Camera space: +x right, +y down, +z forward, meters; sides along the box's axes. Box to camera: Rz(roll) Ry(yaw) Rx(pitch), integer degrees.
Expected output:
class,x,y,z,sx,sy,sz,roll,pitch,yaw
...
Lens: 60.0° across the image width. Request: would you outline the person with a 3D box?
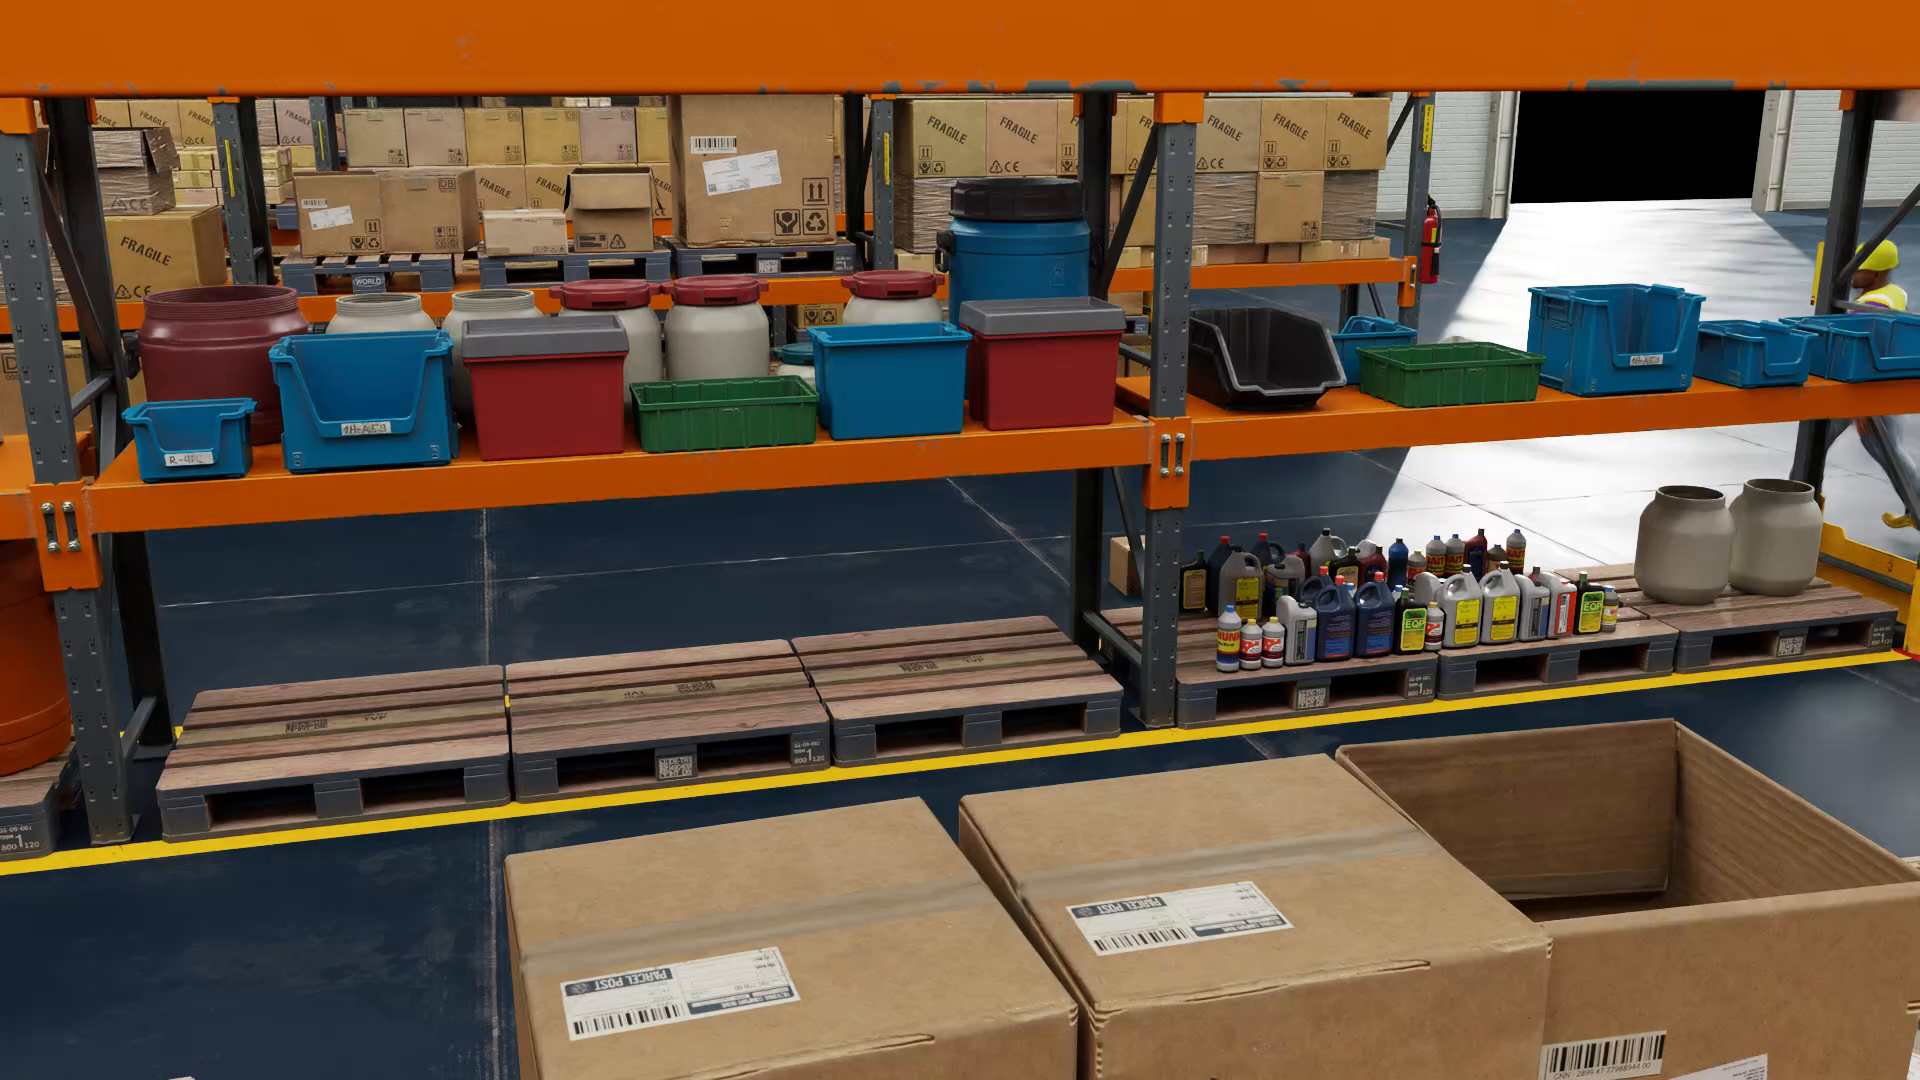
class,x,y,z,sx,sy,sz,roll,pitch,yaw
person,5.199,-0.896,9.671,0.674,1.717,1.005,-14,21,-41
